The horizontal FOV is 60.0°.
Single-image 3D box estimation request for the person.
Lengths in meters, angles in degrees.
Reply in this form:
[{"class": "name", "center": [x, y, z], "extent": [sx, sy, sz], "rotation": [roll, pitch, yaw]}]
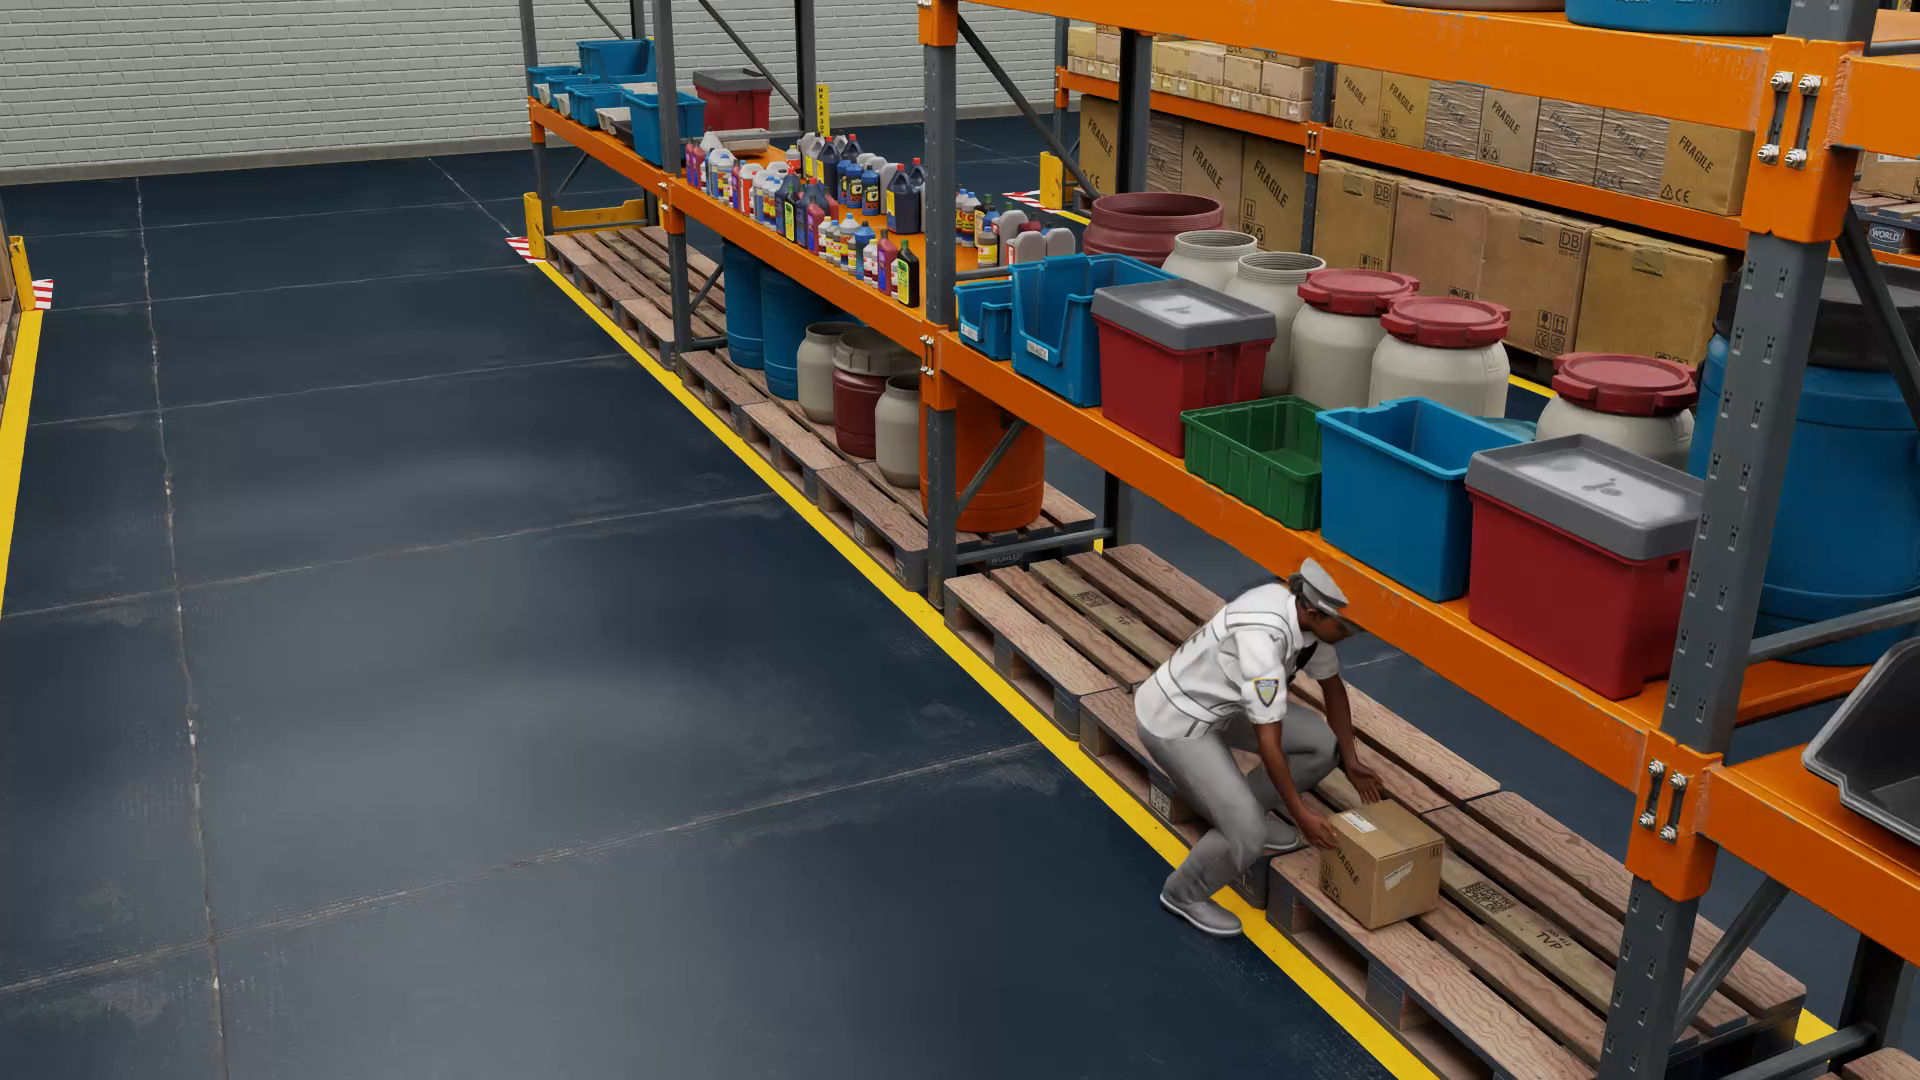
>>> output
[{"class": "person", "center": [0.922, 0.598, 5.163], "extent": [0.742, 1.267, 0.502], "rotation": [18, 28, 36]}]
